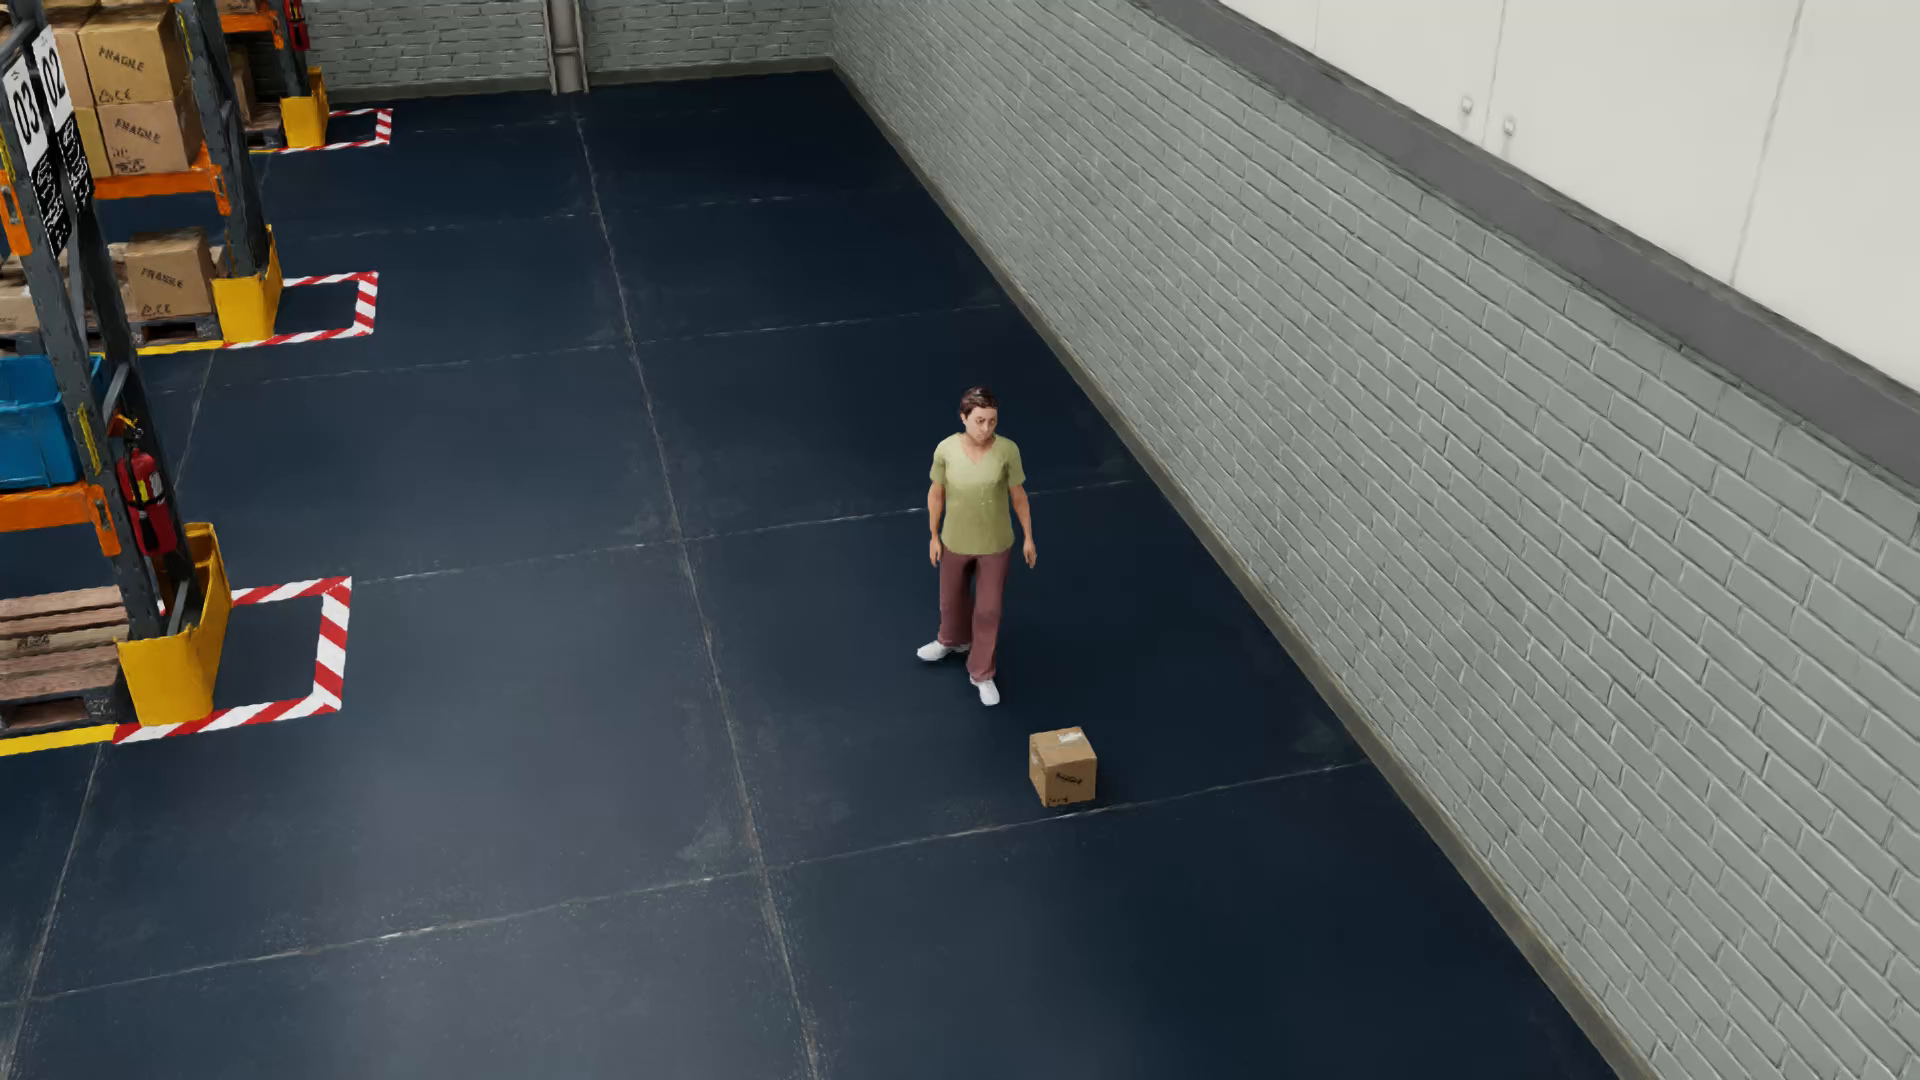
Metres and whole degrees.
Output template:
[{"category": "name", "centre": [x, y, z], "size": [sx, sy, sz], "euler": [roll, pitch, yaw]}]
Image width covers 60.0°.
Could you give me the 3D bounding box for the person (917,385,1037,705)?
[{"category": "person", "centre": [0.069, -0.008, 8.253], "size": [0.630, 1.671, 0.528], "euler": [4, 31, 7]}]
